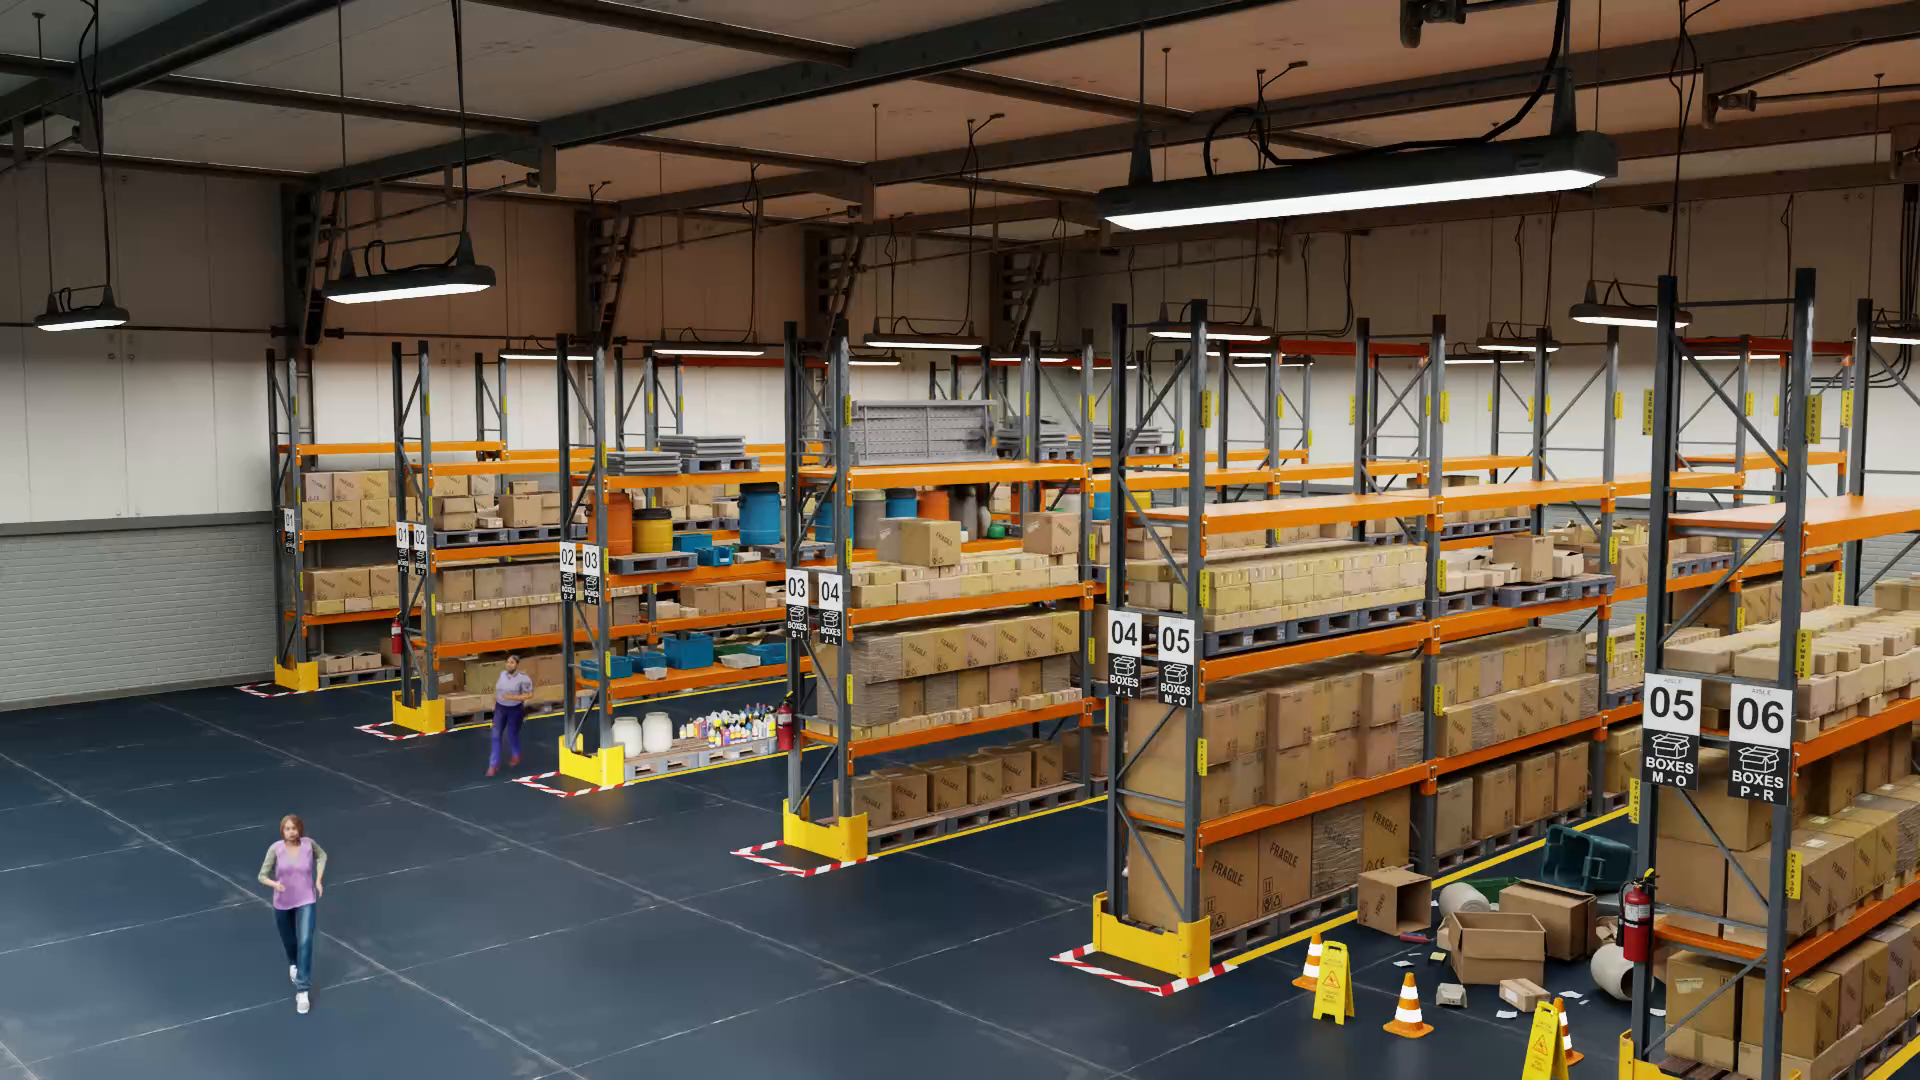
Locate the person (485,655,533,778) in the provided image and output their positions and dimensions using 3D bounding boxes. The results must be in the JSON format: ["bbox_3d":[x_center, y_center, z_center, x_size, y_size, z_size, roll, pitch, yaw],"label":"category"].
[{"bbox_3d":[-6.131,2.402,22.879,0.621,1.664,0.850,1,5,10],"label":"person"}]

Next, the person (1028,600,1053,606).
[{"bbox_3d":[1.547,1.550,32.545,0.611,1.629,0.532,4,6,35],"label":"person"}]

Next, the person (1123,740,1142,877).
[{"bbox_3d":[1.963,2.739,18.133,0.574,1.674,0.950,4,6,35],"label":"person"}]

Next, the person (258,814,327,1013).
[{"bbox_3d":[-5.685,3.119,14.189,0.539,1.602,0.872,-2,5,-19],"label":"person"}]
